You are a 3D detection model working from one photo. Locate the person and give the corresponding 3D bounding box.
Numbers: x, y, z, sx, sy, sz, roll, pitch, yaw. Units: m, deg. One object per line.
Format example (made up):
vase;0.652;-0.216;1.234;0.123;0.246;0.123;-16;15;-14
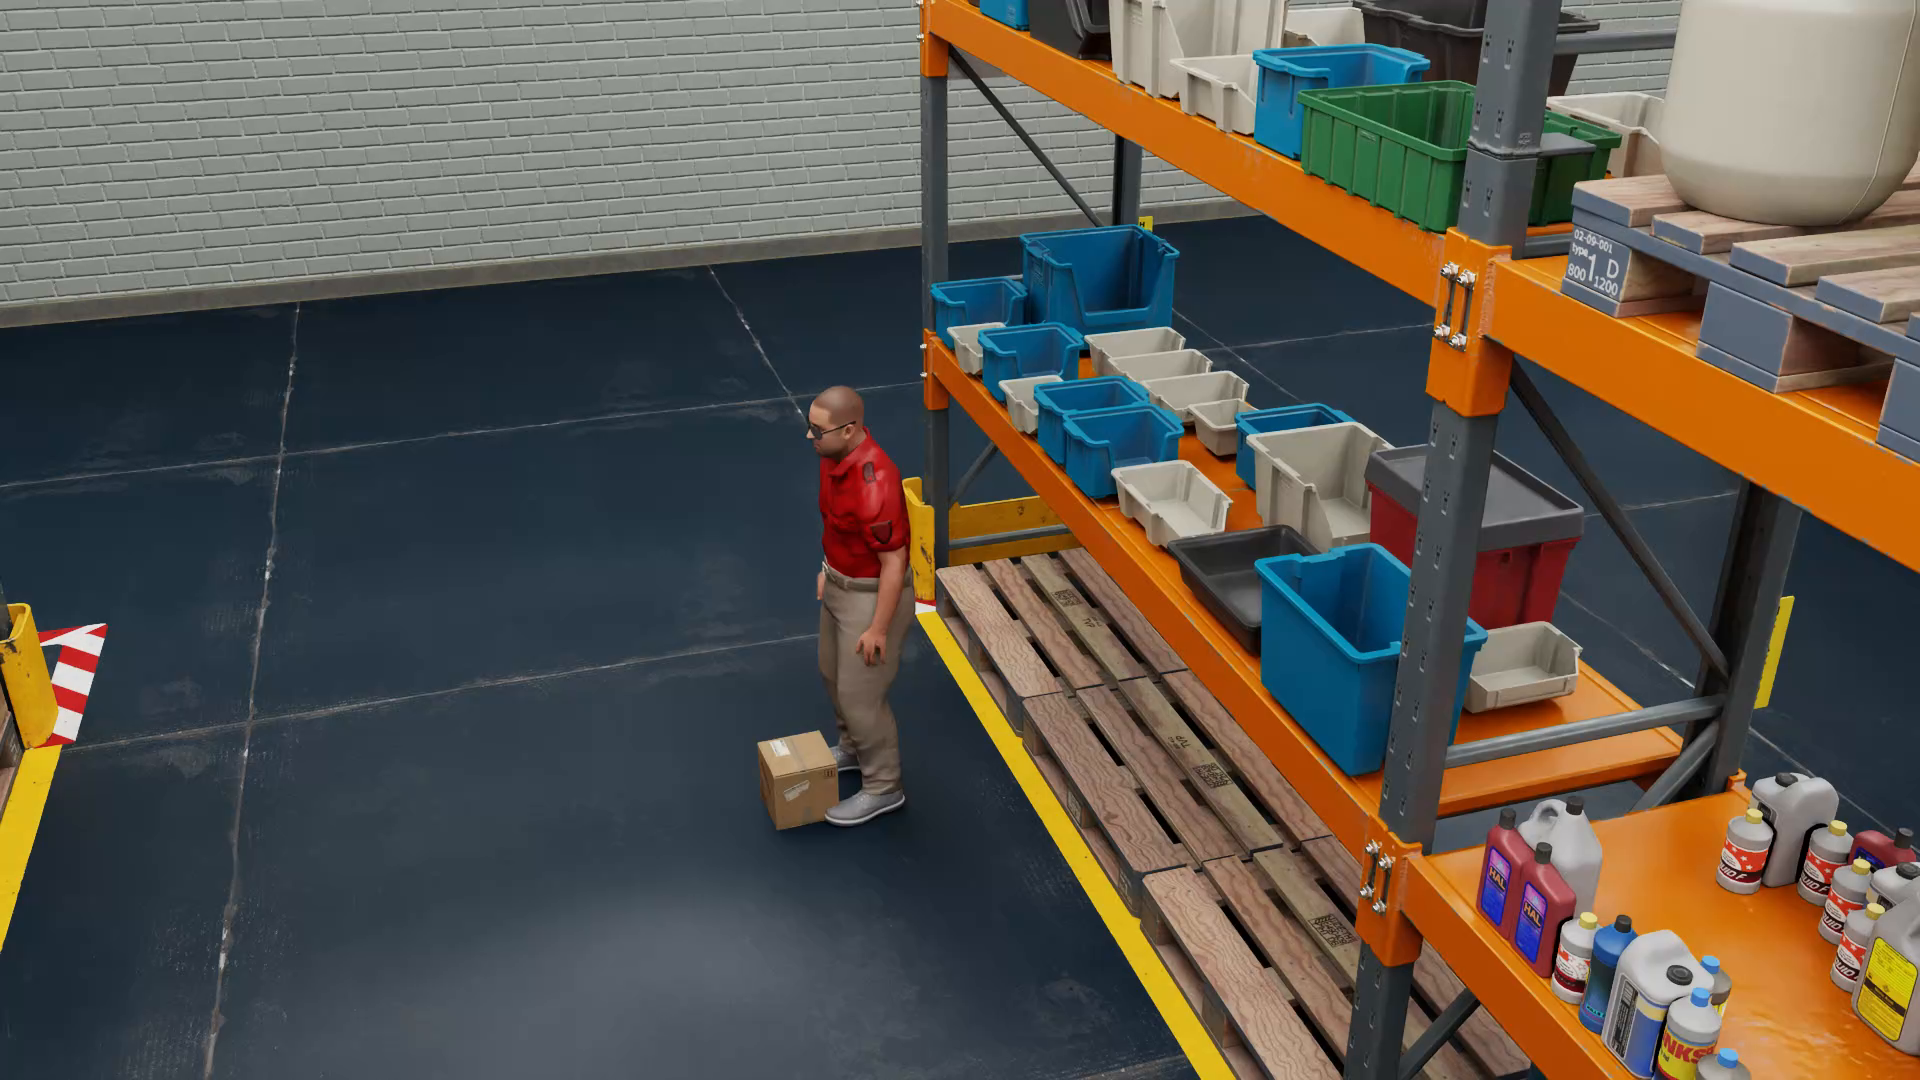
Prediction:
person;-0.382;0.225;6.173;0.393;1.726;0.601;-10;28;-19
